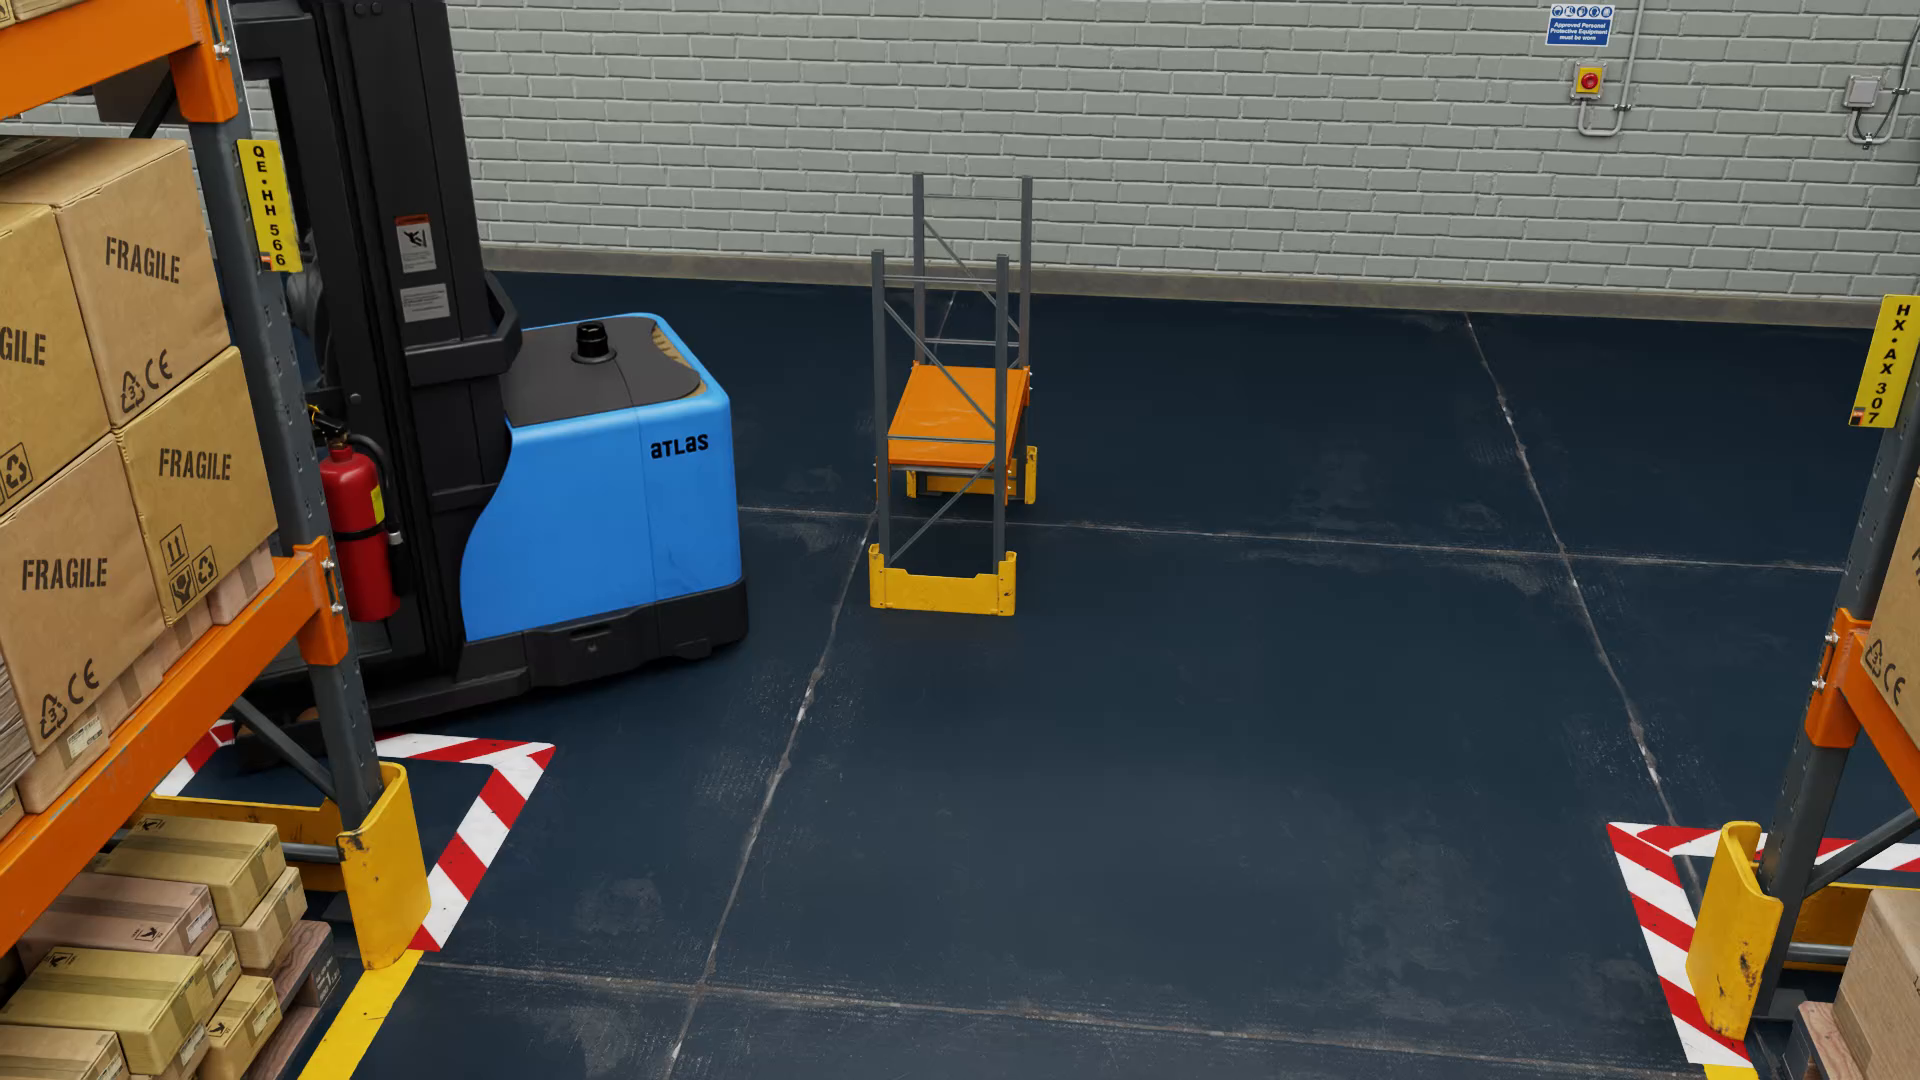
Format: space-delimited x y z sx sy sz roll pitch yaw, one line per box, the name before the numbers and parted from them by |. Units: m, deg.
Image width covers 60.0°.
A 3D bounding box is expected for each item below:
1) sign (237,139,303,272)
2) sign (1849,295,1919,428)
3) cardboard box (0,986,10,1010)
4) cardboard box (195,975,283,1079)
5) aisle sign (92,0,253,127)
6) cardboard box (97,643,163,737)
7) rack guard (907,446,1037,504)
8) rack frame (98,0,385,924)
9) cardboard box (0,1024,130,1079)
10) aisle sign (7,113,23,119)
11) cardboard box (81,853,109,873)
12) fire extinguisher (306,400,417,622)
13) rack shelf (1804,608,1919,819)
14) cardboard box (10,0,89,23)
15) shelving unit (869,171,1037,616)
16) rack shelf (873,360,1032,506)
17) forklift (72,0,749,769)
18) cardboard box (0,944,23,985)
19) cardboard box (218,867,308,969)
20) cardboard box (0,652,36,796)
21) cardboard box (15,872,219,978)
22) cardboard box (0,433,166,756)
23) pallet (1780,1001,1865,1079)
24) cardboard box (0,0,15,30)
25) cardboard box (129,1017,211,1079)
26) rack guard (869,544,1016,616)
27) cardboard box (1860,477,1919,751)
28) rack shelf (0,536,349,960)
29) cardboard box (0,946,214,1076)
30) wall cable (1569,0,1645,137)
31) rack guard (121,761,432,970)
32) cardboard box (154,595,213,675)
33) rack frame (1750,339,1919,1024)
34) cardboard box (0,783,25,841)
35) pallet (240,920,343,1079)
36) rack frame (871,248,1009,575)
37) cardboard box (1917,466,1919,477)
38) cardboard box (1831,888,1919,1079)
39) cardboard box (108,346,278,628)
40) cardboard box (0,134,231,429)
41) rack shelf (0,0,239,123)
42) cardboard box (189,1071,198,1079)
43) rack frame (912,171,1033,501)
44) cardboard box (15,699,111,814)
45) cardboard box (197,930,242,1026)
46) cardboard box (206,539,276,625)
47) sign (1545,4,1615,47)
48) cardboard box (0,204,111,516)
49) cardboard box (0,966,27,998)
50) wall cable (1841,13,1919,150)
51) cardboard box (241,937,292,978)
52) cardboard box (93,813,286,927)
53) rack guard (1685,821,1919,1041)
sign | -1.672 -0.808 4.033 0.100 0.325 0.005 3 28 6
sign | 2.154 -0.412 3.855 0.100 0.325 0.005 3 28 6
cardboard box | -2.571 1.216 4.079 0.380 0.149 0.250 4 29 7
cardboard box | -2.009 1.256 4.318 0.380 0.149 0.250 4 29 8
aisle sign | -1.914 -1.362 3.875 0.394 0.787 0.004 3 28 6
cardboard box | -2.064 0.314 3.770 0.380 0.149 0.250 3 28 6
rack guard | 0.052 -0.309 7.559 0.587 0.250 0.087 3 28 6
rack frame | -2.221 -0.201 4.460 1.000 3.000 0.127 3 28 6
cardboard box | -2.122 1.234 3.733 0.380 0.149 0.250 2 28 4
aisle sign | -2.509 -1.397 3.940 0.394 0.787 0.004 3 28 6
cardboard box | -2.540 0.970 4.536 0.380 0.149 0.250 5 29 8
fire extinguisher | -1.732 -0.094 4.737 0.296 0.674 0.183 3 28 6
rack shelf | 2.459 1.298 2.437 1.077 0.370 4.000 3 28 6
cardboard box | -2.014 -1.226 3.358 0.500 0.250 0.500 3 28 5
shelving unit | -0.009 -0.624 6.828 0.587 1.500 1.083 3 28 6
rack shelf | -0.010 -0.462 6.905 0.538 0.185 1.000 3 28 6
forklift | -2.379 -0.783 5.612 3.031 2.935 1.130 -12 31 -22
cardboard box | -2.537 0.971 4.220 0.380 0.149 0.250 4 29 7
cardboard box | -2.002 1.004 4.474 0.380 0.149 0.250 3 28 5
cardboard box | -2.141 0.332 3.052 0.500 0.500 0.500 3 29 6
cardboard box | -2.122 0.986 4.192 0.380 0.149 0.250 4 29 7
cardboard box | -2.089 0.093 3.496 0.500 0.500 0.500 3 28 5
pallet | 2.684 1.648 3.969 1.003 0.211 1.213 3 28 6
cardboard box | -2.069 -0.985 2.912 0.500 0.250 0.500 3 28 6
cardboard box | -2.064 1.248 4.020 0.380 0.149 0.250 2 28 4
rack guard | -0.070 0.160 6.689 0.587 0.250 0.087 3 28 6
cardboard box | 2.361 0.205 3.602 0.500 0.500 0.500 3 28 6
rack shelf | -2.466 1.057 2.883 1.077 0.370 4.000 3 28 6
cardboard box | -2.028 1.116 3.952 0.380 0.149 0.250 3 28 5
wall cable | 3.372 -3.077 8.695 0.585 1.953 0.123 3 28 6
rack guard | -2.230 0.935 4.986 1.175 0.500 0.348 3 28 6
cardboard box | -2.048 0.195 3.991 0.380 0.149 0.250 3 28 6
rack frame | 2.704 0.039 4.014 1.000 3.000 0.127 3 28 6
cardboard box | -2.133 0.557 3.318 0.380 0.149 0.250 2 28 4
pallet | -2.365 1.443 4.349 1.003 0.211 1.213 3 28 6
rack frame | -0.073 -0.381 6.376 0.500 1.500 0.032 3 28 6
cardboard box | 2.363 -0.235 3.365 0.500 0.500 0.500 3 28 5
cardboard box | 2.723 1.299 3.935 0.875 0.438 0.875 2 28 4
cardboard box | -2.020 -0.149 3.945 0.500 0.500 0.500 4 29 7
cardboard box | -2.030 -0.586 3.702 0.500 0.500 0.500 3 28 5
rack shelf | -2.466 -0.263 2.172 1.077 0.370 4.000 3 28 6
cardboard box | -2.127 1.376 4.097 0.380 0.149 0.250 3 28 6
rack frame | 0.052 -0.859 7.264 0.500 1.500 0.032 3 28 6
cardboard box | -2.072 0.435 3.545 0.380 0.149 0.250 4 29 8
cardboard box | -2.088 1.123 4.251 0.380 0.149 0.250 3 28 5
cardboard box | -1.980 0.080 4.204 0.380 0.149 0.250 3 28 6
sign | 3.332 -2.767 8.938 0.327 0.218 0.001 3 28 6
cardboard box | -2.092 -0.348 3.259 0.500 0.500 0.500 2 28 4
cardboard box | -2.629 1.096 4.303 0.380 0.149 0.250 3 28 6
wall cable | 4.781 -2.987 8.560 0.588 1.984 0.122 3 28 6
cardboard box | -2.078 1.129 4.554 0.380 0.149 0.250 4 29 7
cardboard box | -2.034 0.871 4.406 0.380 0.149 0.250 4 29 7
rack guard | 2.707 1.129 4.628 1.175 0.500 0.348 3 28 6
